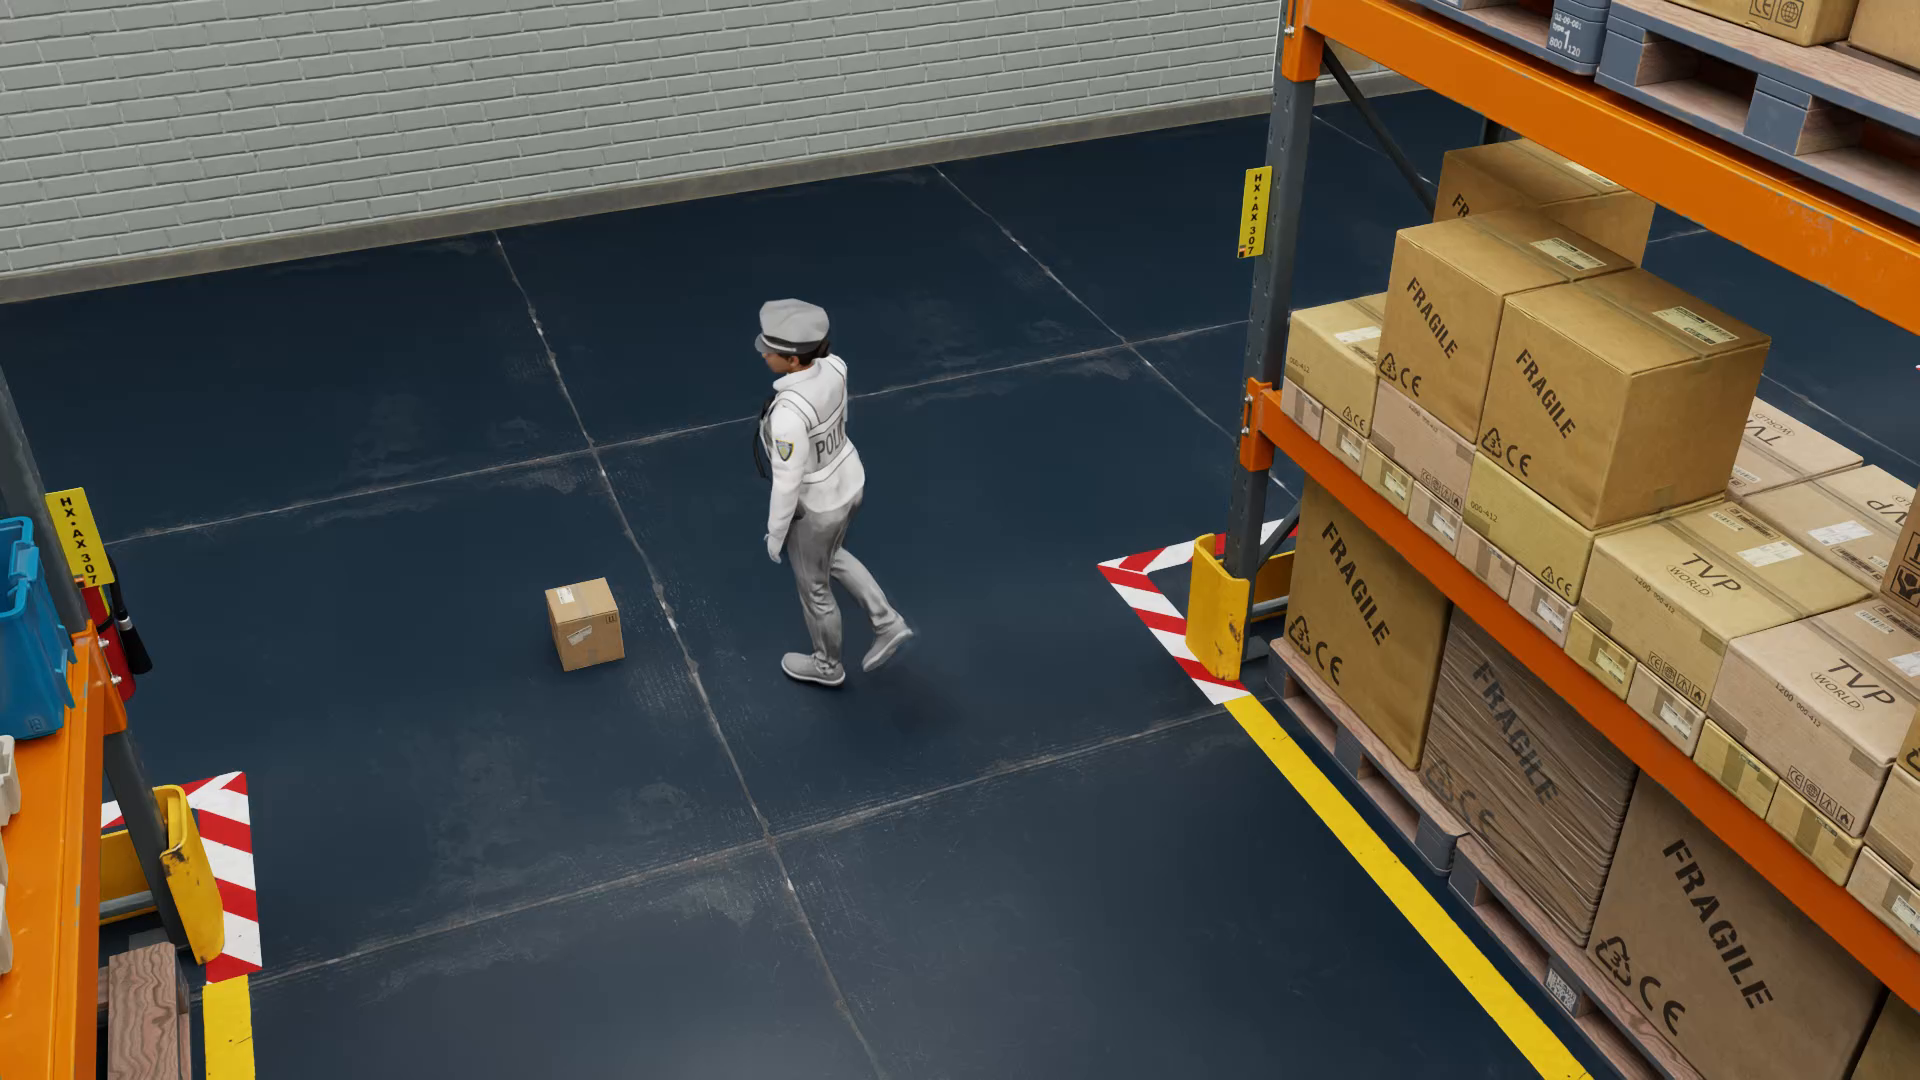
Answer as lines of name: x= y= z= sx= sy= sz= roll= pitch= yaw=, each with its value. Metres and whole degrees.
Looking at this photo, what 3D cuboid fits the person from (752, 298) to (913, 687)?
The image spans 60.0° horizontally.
person: x=-0.489 y=-0.120 z=6.284 sx=0.527 sy=1.665 sz=0.510 roll=14 pitch=36 yaw=20
